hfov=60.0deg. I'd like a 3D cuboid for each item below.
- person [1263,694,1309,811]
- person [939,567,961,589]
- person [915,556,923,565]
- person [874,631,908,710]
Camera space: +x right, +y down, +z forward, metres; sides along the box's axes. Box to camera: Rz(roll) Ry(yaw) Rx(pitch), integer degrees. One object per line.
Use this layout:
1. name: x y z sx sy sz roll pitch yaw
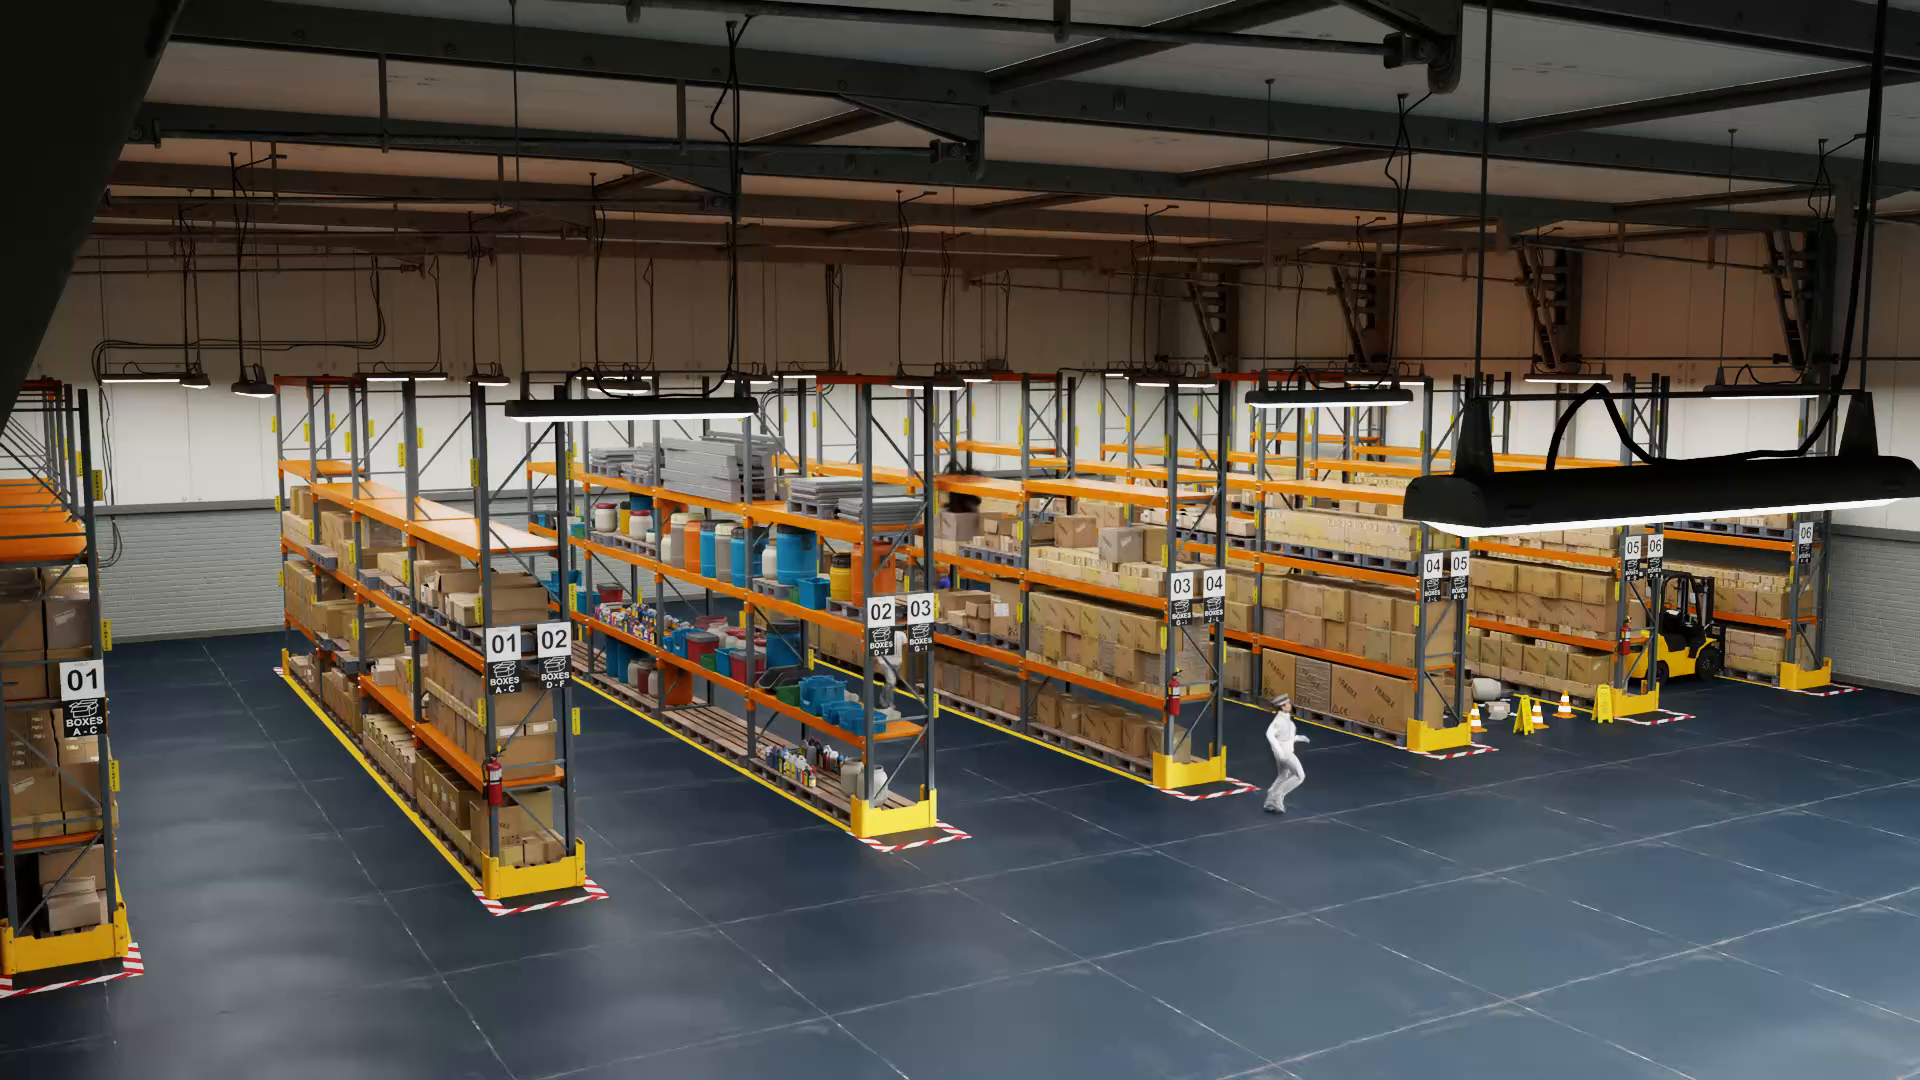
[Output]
1. person: 4.562 2.962 23.170 0.597 1.660 0.596 1 6 10
2. person: -0.211 1.414 37.716 0.571 1.627 0.595 -3 7 -28
3. person: -1.049 1.196 39.027 0.707 1.825 0.723 -2 6 -16
4. person: -1.230 2.226 29.639 0.664 1.833 0.783 -3 7 -28
